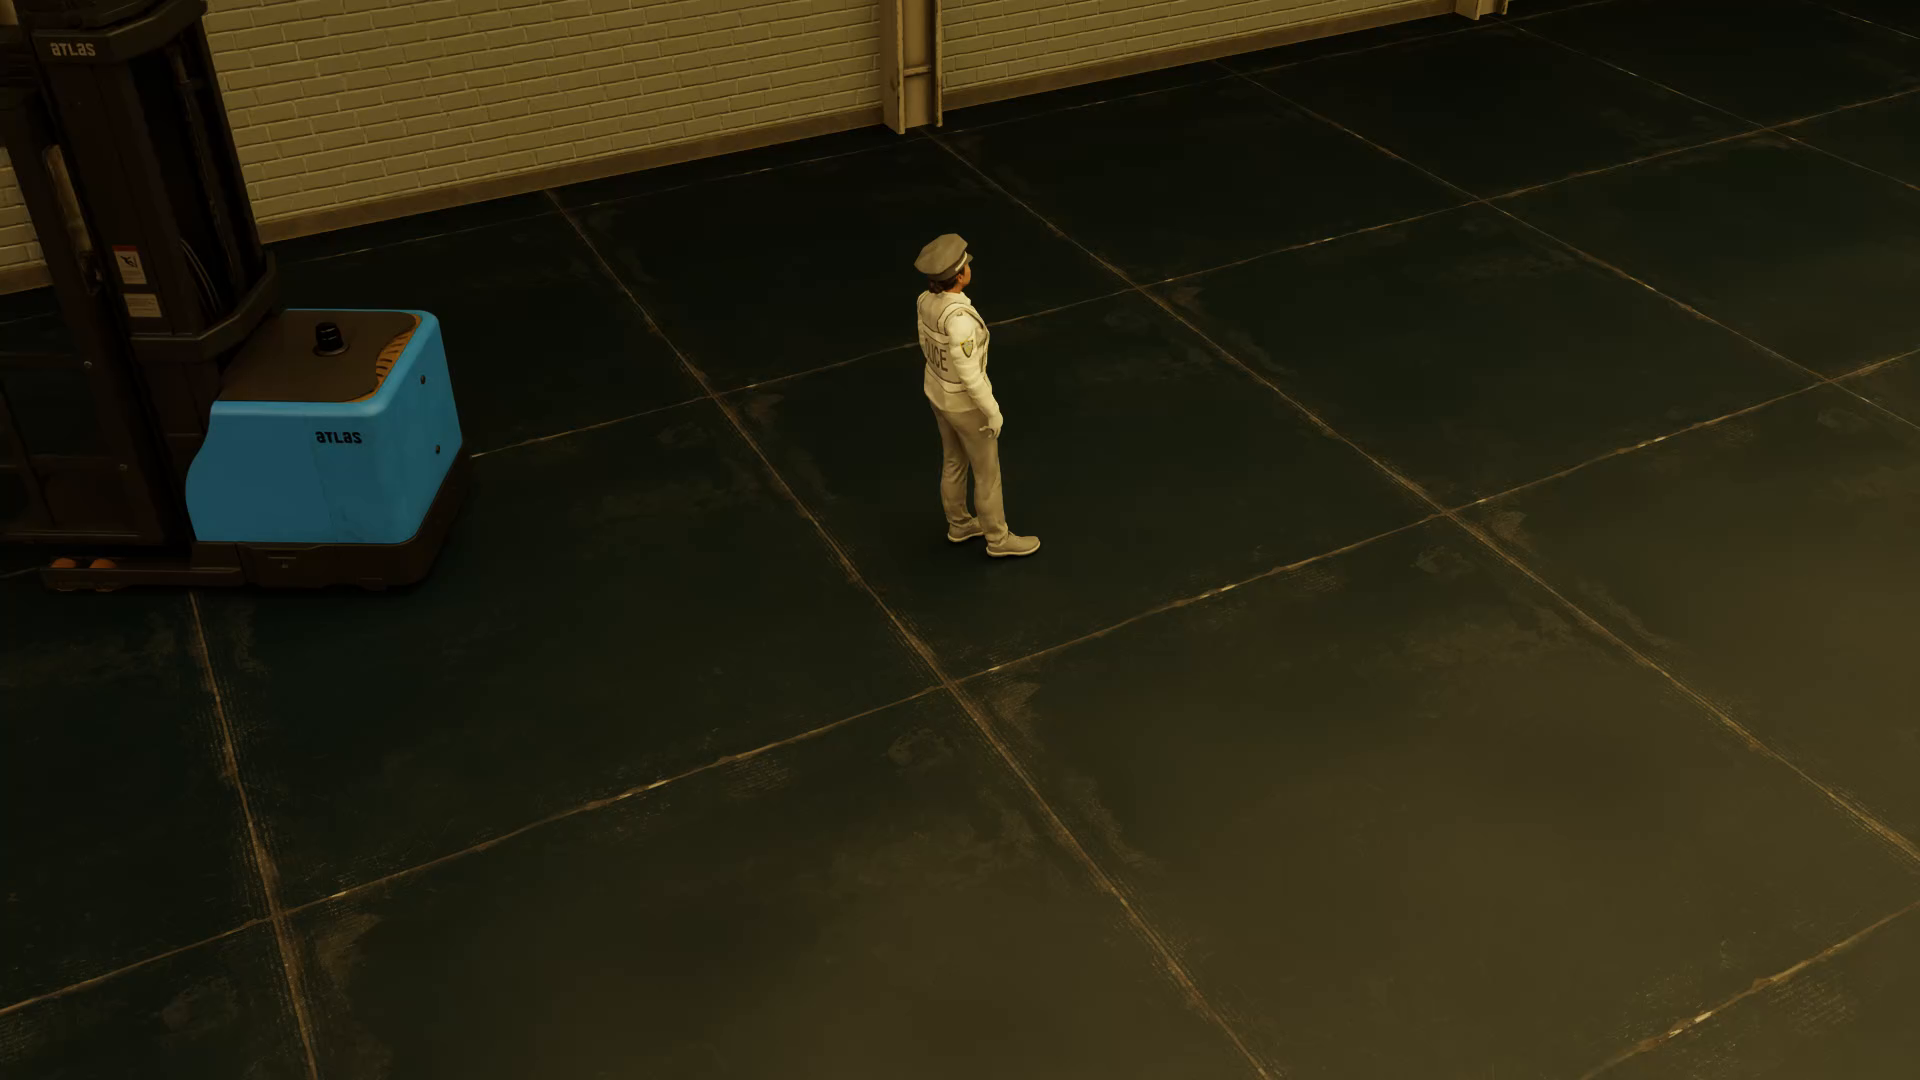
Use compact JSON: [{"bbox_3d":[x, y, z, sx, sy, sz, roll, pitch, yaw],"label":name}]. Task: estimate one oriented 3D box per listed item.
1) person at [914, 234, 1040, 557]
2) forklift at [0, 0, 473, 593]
[{"bbox_3d":[0.068,-0.708,8.184,0.531,1.695,0.570,-17,39,-23],"label":"person"},{"bbox_3d":[-4.162,-1.240,7.877,3.031,2.935,1.130,1,35,1],"label":"forklift"}]
